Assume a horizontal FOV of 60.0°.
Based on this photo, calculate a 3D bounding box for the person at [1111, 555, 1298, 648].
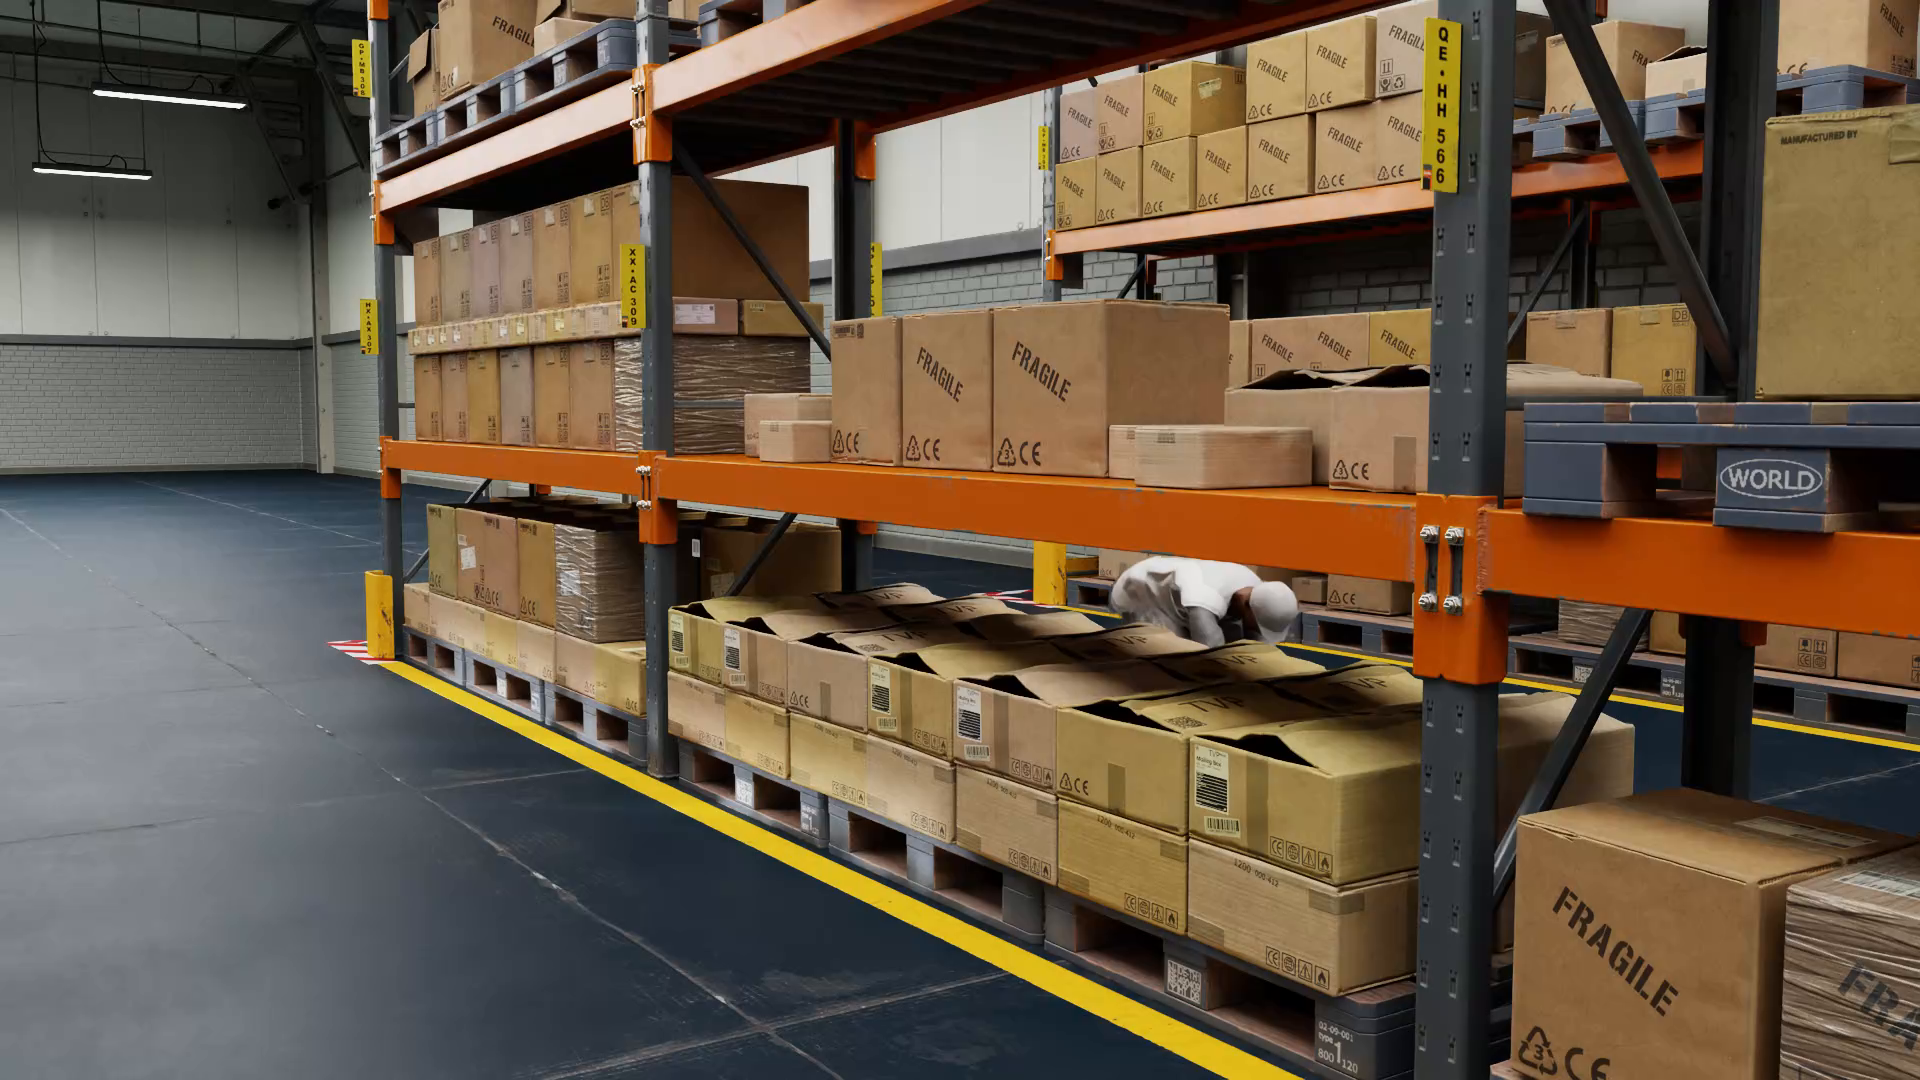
[{"bbox_3d":[1.129,0.499,7.544,0.545,0.845,0.992,-3,6,-35],"label":"person"}]
